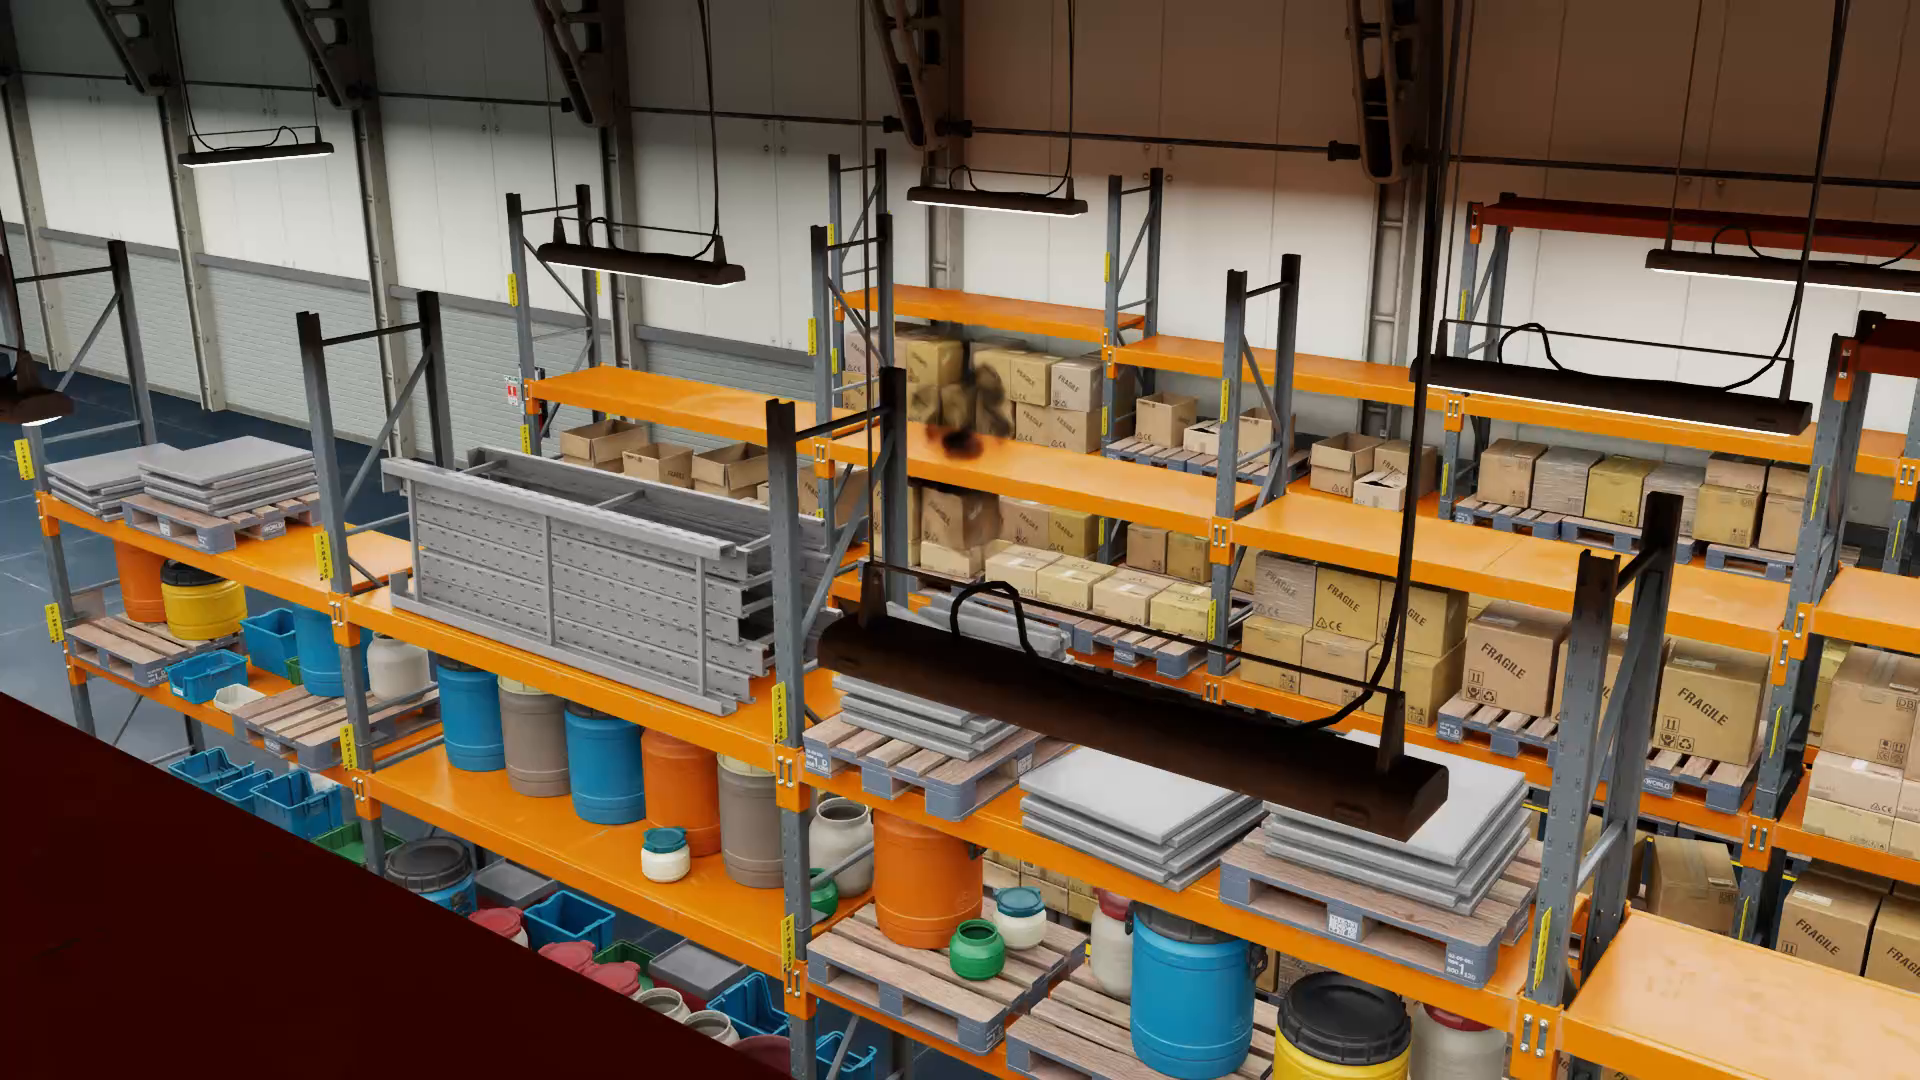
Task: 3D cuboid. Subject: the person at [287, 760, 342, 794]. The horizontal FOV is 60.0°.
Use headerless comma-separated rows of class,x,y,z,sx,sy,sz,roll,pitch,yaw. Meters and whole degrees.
person,-6.031,2.266,15.597,0.599,1.729,0.660,7,20,19
